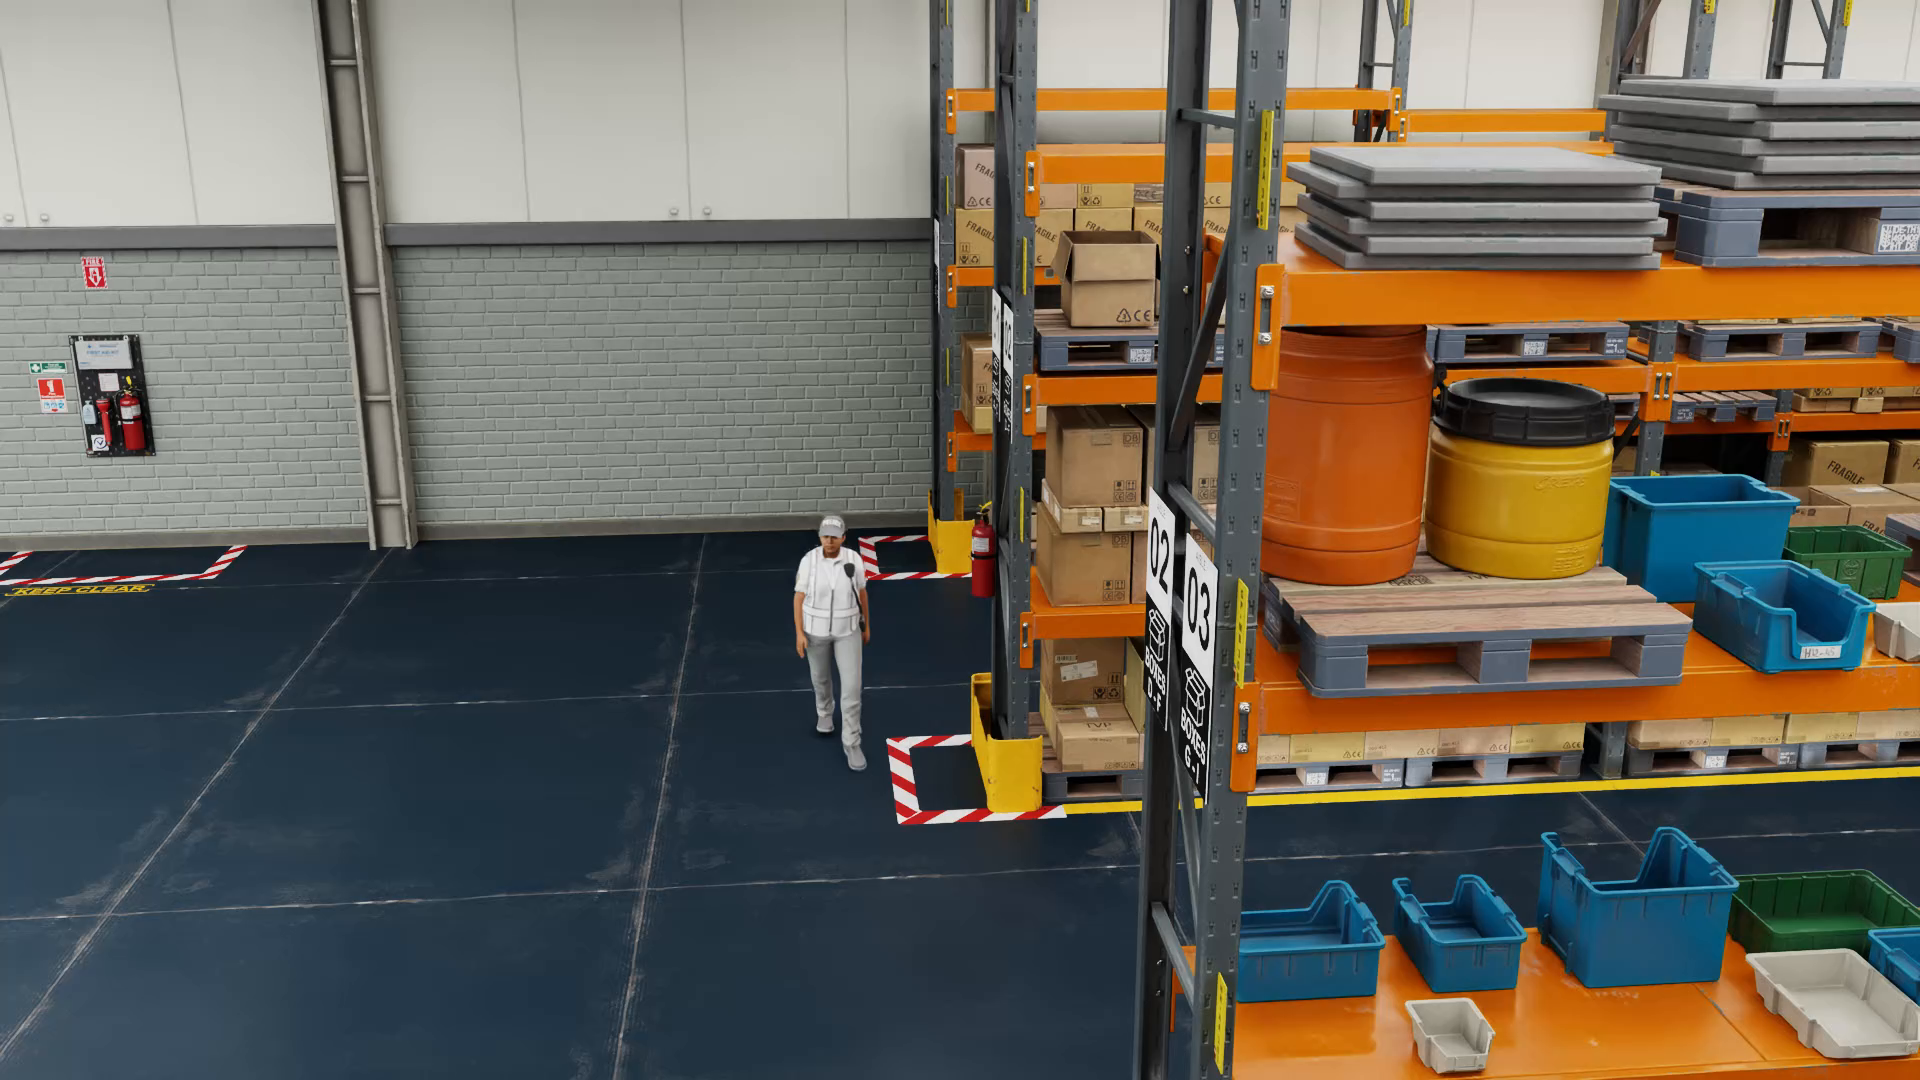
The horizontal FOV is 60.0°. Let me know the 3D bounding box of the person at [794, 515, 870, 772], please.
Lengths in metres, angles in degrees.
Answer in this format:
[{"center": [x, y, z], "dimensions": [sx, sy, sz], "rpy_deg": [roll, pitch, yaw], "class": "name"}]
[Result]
[{"center": [-0.879, 0.651, 11.375], "dimensions": [0.511, 1.641, 0.890], "rpy_deg": [0, 17, -2], "class": "person"}]
